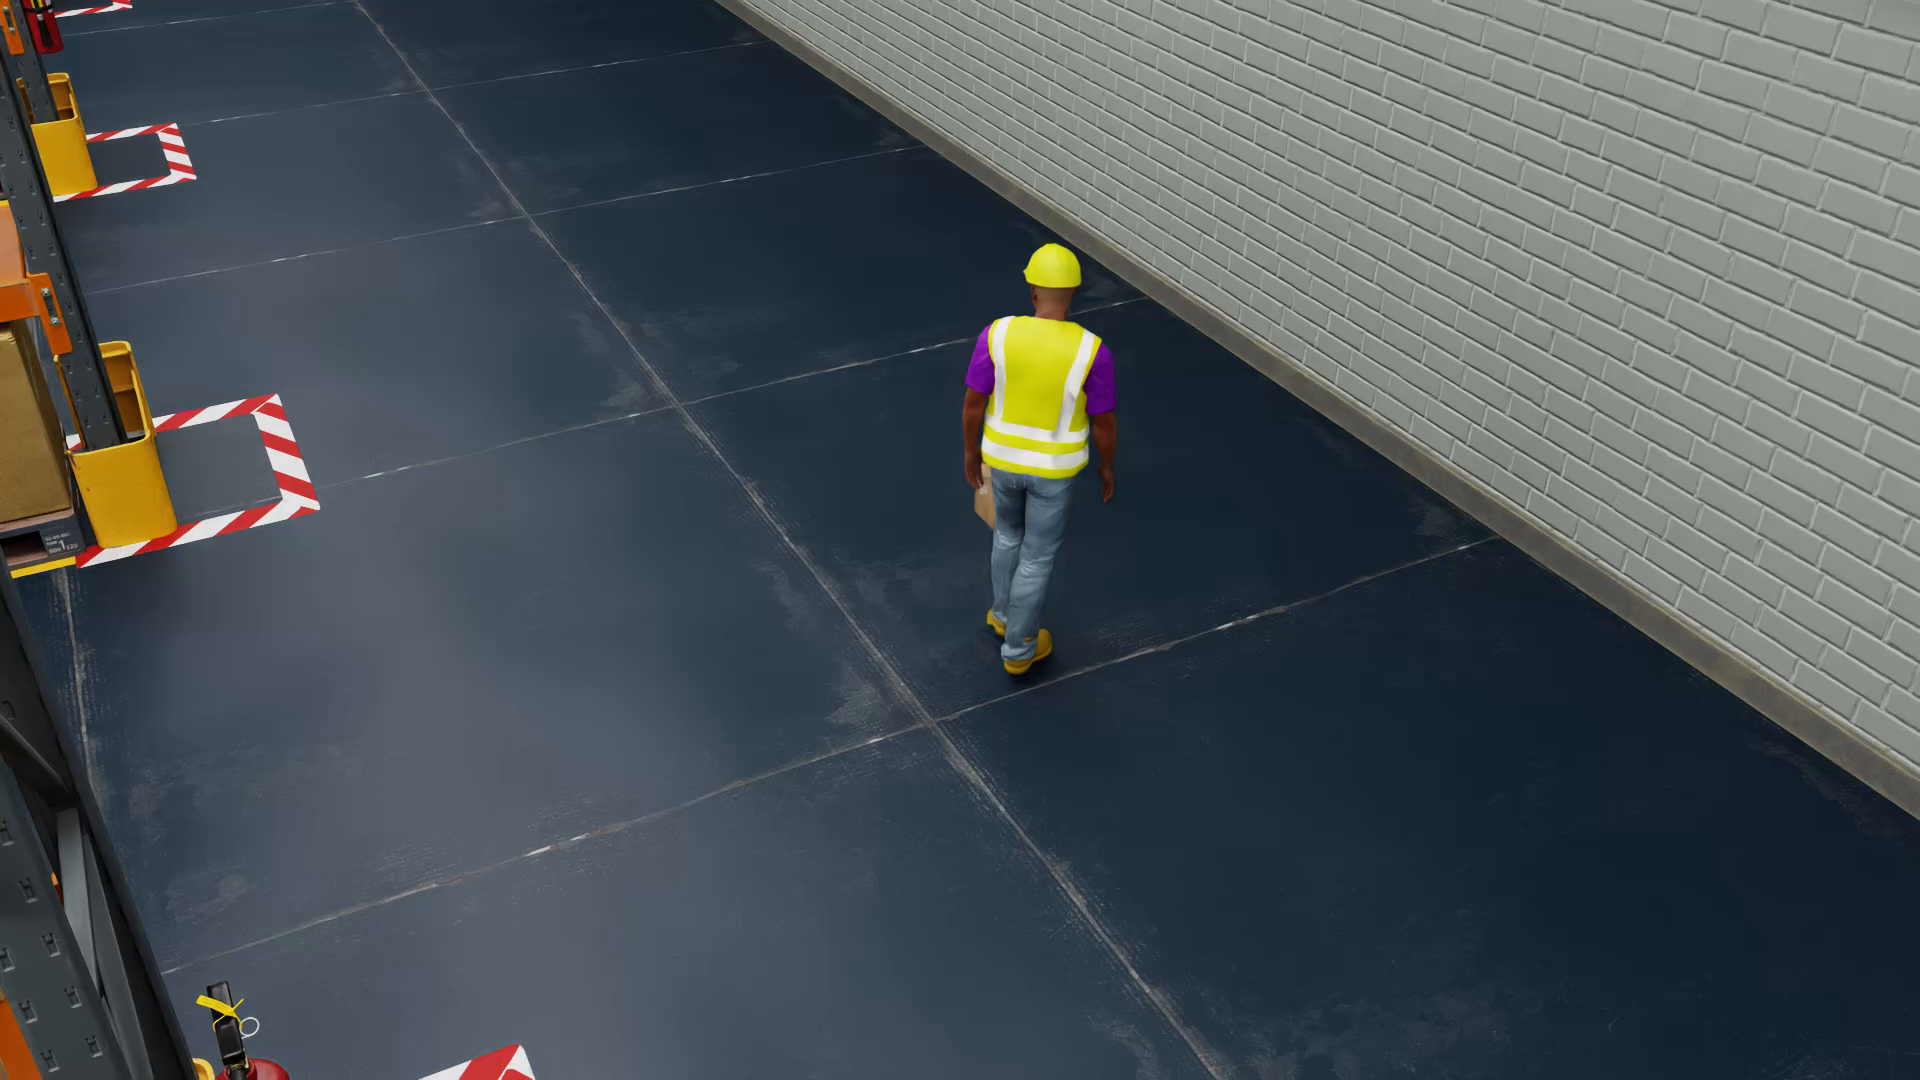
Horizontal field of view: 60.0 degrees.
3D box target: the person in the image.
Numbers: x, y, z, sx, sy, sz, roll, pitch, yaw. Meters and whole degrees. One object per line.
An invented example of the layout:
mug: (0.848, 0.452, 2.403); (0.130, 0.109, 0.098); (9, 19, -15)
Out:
person: (0.298, -0.274, 6.554); (0.595, 1.805, 0.537); (12, 35, 18)
